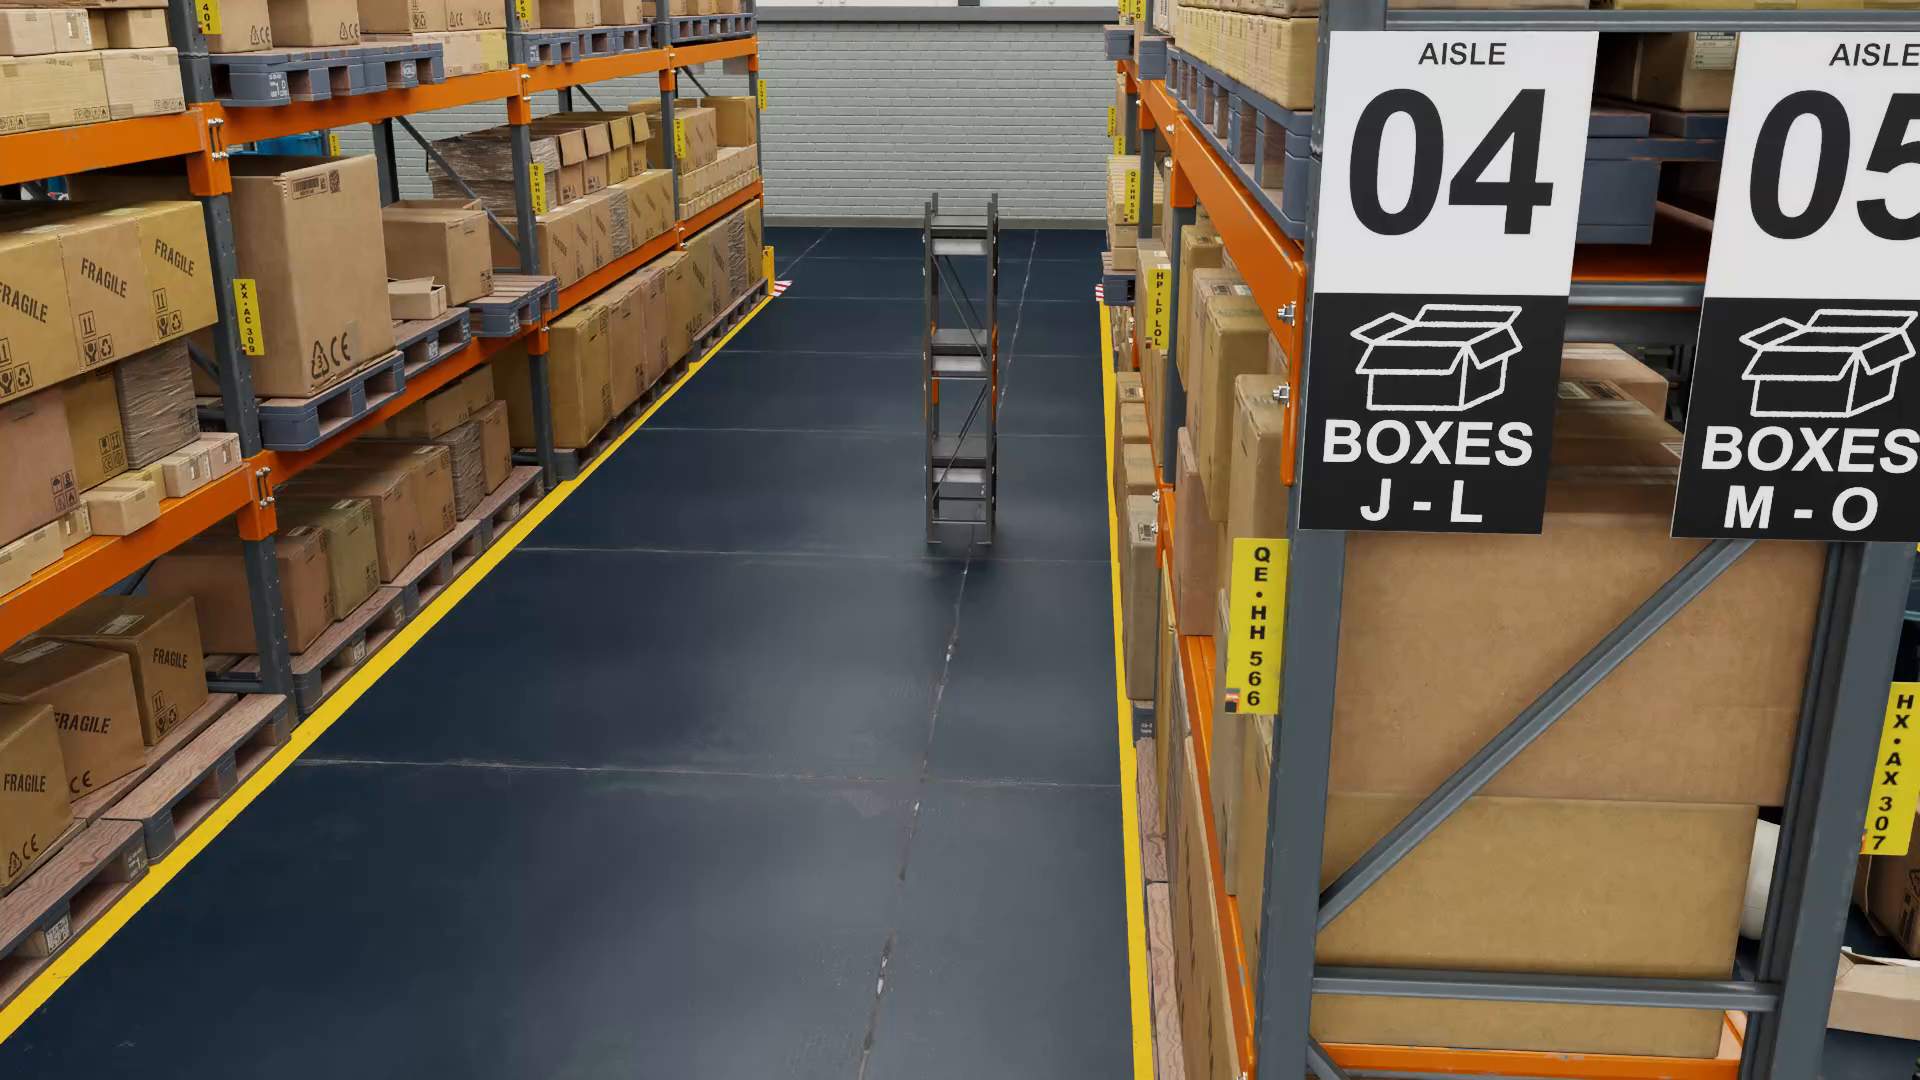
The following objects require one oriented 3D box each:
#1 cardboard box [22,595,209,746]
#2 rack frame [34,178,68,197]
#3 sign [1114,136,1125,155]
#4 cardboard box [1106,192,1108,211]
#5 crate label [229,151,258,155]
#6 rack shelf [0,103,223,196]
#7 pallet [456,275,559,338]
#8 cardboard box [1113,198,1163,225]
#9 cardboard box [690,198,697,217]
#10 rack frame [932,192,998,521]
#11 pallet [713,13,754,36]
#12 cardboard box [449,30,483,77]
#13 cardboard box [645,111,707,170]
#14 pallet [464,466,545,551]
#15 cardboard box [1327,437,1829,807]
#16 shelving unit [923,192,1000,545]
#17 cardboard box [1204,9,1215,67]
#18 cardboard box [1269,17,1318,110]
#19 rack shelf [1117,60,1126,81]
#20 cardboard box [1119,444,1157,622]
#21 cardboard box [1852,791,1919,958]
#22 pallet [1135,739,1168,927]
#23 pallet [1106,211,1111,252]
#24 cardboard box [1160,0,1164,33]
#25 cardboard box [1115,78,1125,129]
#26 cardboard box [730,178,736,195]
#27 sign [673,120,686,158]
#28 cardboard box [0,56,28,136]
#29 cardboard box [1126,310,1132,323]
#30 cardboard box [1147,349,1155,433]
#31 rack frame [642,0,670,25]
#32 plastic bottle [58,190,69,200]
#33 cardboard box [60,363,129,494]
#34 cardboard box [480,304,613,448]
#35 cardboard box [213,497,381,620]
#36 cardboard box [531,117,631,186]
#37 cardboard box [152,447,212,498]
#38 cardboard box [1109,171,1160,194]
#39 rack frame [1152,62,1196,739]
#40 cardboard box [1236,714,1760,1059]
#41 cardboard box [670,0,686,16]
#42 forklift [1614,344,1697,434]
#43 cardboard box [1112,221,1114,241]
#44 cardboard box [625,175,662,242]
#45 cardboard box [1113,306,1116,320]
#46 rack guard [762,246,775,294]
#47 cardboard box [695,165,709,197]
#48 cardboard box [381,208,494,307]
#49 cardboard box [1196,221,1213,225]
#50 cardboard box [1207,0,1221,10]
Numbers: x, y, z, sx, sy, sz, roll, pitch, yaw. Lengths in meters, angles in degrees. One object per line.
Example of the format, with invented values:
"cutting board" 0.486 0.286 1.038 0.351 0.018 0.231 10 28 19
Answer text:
"cardboard box" -3.662 0.559 7.238 0.500 0.500 0.500 1 18 2
"rack frame" -7.960 -3.147 15.211 1.000 3.000 0.127 1 18 4
"sign" 1.378 -3.316 14.335 0.100 0.325 0.005 1 18 4
"cardboard box" 1.433 -2.863 14.072 0.380 0.149 0.250 0 18 1
"crate label" -8.020 -4.269 18.808 0.416 0.233 0.303 1 18 4
"rack shelf" -3.737 -1.015 5.040 1.077 0.370 4.000 1 18 4
"pallet" -3.252 -1.480 10.429 1.213 0.211 1.003 1 18 4
"cardboard box" 1.211 -2.178 11.025 0.380 0.149 0.250 1 18 2
"cardboard box" -2.648 -3.083 15.419 0.380 0.149 0.250 1 18 2
"rack frame" 0.029 -1.125 10.484 0.400 2.100 0.015 1 18 4
"pallet" -2.776 -5.432 17.508 1.003 0.211 1.213 1 18 4
"cardboard box" -3.118 -2.841 9.700 0.500 0.250 0.500 1 18 4
"cardboard box" -2.688 -3.759 15.637 0.500 0.500 0.500 1 18 4
"pallet" -3.364 -0.227 10.776 1.003 0.211 1.213 1 18 4
"cardboard box" 1.125 0.133 3.223 0.875 0.550 0.550 1 18 4
"shelving unit" 0.012 -1.049 10.253 0.431 2.100 0.503 1 18 4
"cardboard box" 0.872 -1.385 4.585 0.380 0.149 0.250 2 18 5
"cardboard box" 0.746 -0.832 2.895 0.380 0.149 0.250 1 18 4
"rack shelf" 2.063 -4.599 15.981 1.077 0.370 4.000 1 18 4
"cardboard box" 1.374 -0.035 8.651 1.050 0.750 0.750 1 18 4
"cardboard box" 3.664 1.140 5.916 0.797 0.637 0.503 1 18 4
"pallet" 1.214 1.149 6.576 1.003 0.211 1.213 1 18 4
"pallet" 1.720 -2.569 13.755 1.003 0.211 1.213 1 18 4
"cardboard box" 1.289 -2.748 8.482 0.500 0.311 0.500 1 18 3
"cardboard box" 1.820 -4.350 16.636 0.500 0.500 0.500 1 18 3
"cardboard box" -2.520 -3.644 17.130 0.380 0.149 0.250 1 18 4
"sign" -2.478 -3.540 14.678 0.100 0.325 0.005 1 18 4
"cardboard box" -3.445 -1.439 5.420 0.500 0.250 0.500 1 18 4
"cardboard box" 1.498 -1.553 12.482 0.500 0.250 0.500 2 18 5
"cardboard box" 1.154 -0.783 7.833 0.500 0.500 0.500 1 18 3
"rack frame" -3.020 -5.888 13.939 1.000 3.000 0.127 1 18 4
"plastic bottle" -7.700 -2.831 14.325 0.144 0.351 0.185 1 18 4
"cardboard box" -3.758 -0.448 6.335 0.875 0.500 0.500 1 18 4
"cardboard box" -3.236 -1.198 12.000 1.225 0.875 0.875 0 18 1
"cardboard box" -3.475 0.089 8.643 0.700 0.500 0.500 1 18 4
"cardboard box" -3.118 -3.150 13.446 0.797 0.503 0.637 1 18 5
"cardboard box" -3.343 -0.282 6.870 0.380 0.149 0.250 1 18 4
"cardboard box" 1.341 -2.744 12.753 0.380 0.149 0.250 2 18 6
"rack frame" 1.346 -0.410 6.857 1.000 3.000 0.127 1 18 4
"cardboard box" 1.041 0.645 3.397 0.875 0.550 0.550 1 18 4
"cardboard box" -2.981 -5.168 15.565 0.700 0.500 0.500 2 18 7
"forklift" 3.586 -1.089 9.041 1.130 2.935 3.031 1 18 2
"cardboard box" 1.232 -2.120 11.328 0.380 0.149 0.250 2 18 6
"cardboard box" -2.823 -2.779 13.928 0.500 0.500 0.500 2 18 6
"cardboard box" 1.634 -2.154 15.605 0.380 0.149 0.250 1 18 2
"rack guard" -2.731 -3.099 19.077 1.175 0.500 0.348 1 18 4
"cardboard box" -2.684 -3.401 15.749 0.500 0.250 0.500 1 18 4
"cardboard box" -3.246 -1.697 9.951 0.700 0.500 0.500 4 19 12
"cardboard box" 1.376 -1.087 7.157 0.700 0.500 0.500 1 18 3
"cardboard box" 0.926 -1.536 4.405 0.500 0.250 0.500 1 18 4
